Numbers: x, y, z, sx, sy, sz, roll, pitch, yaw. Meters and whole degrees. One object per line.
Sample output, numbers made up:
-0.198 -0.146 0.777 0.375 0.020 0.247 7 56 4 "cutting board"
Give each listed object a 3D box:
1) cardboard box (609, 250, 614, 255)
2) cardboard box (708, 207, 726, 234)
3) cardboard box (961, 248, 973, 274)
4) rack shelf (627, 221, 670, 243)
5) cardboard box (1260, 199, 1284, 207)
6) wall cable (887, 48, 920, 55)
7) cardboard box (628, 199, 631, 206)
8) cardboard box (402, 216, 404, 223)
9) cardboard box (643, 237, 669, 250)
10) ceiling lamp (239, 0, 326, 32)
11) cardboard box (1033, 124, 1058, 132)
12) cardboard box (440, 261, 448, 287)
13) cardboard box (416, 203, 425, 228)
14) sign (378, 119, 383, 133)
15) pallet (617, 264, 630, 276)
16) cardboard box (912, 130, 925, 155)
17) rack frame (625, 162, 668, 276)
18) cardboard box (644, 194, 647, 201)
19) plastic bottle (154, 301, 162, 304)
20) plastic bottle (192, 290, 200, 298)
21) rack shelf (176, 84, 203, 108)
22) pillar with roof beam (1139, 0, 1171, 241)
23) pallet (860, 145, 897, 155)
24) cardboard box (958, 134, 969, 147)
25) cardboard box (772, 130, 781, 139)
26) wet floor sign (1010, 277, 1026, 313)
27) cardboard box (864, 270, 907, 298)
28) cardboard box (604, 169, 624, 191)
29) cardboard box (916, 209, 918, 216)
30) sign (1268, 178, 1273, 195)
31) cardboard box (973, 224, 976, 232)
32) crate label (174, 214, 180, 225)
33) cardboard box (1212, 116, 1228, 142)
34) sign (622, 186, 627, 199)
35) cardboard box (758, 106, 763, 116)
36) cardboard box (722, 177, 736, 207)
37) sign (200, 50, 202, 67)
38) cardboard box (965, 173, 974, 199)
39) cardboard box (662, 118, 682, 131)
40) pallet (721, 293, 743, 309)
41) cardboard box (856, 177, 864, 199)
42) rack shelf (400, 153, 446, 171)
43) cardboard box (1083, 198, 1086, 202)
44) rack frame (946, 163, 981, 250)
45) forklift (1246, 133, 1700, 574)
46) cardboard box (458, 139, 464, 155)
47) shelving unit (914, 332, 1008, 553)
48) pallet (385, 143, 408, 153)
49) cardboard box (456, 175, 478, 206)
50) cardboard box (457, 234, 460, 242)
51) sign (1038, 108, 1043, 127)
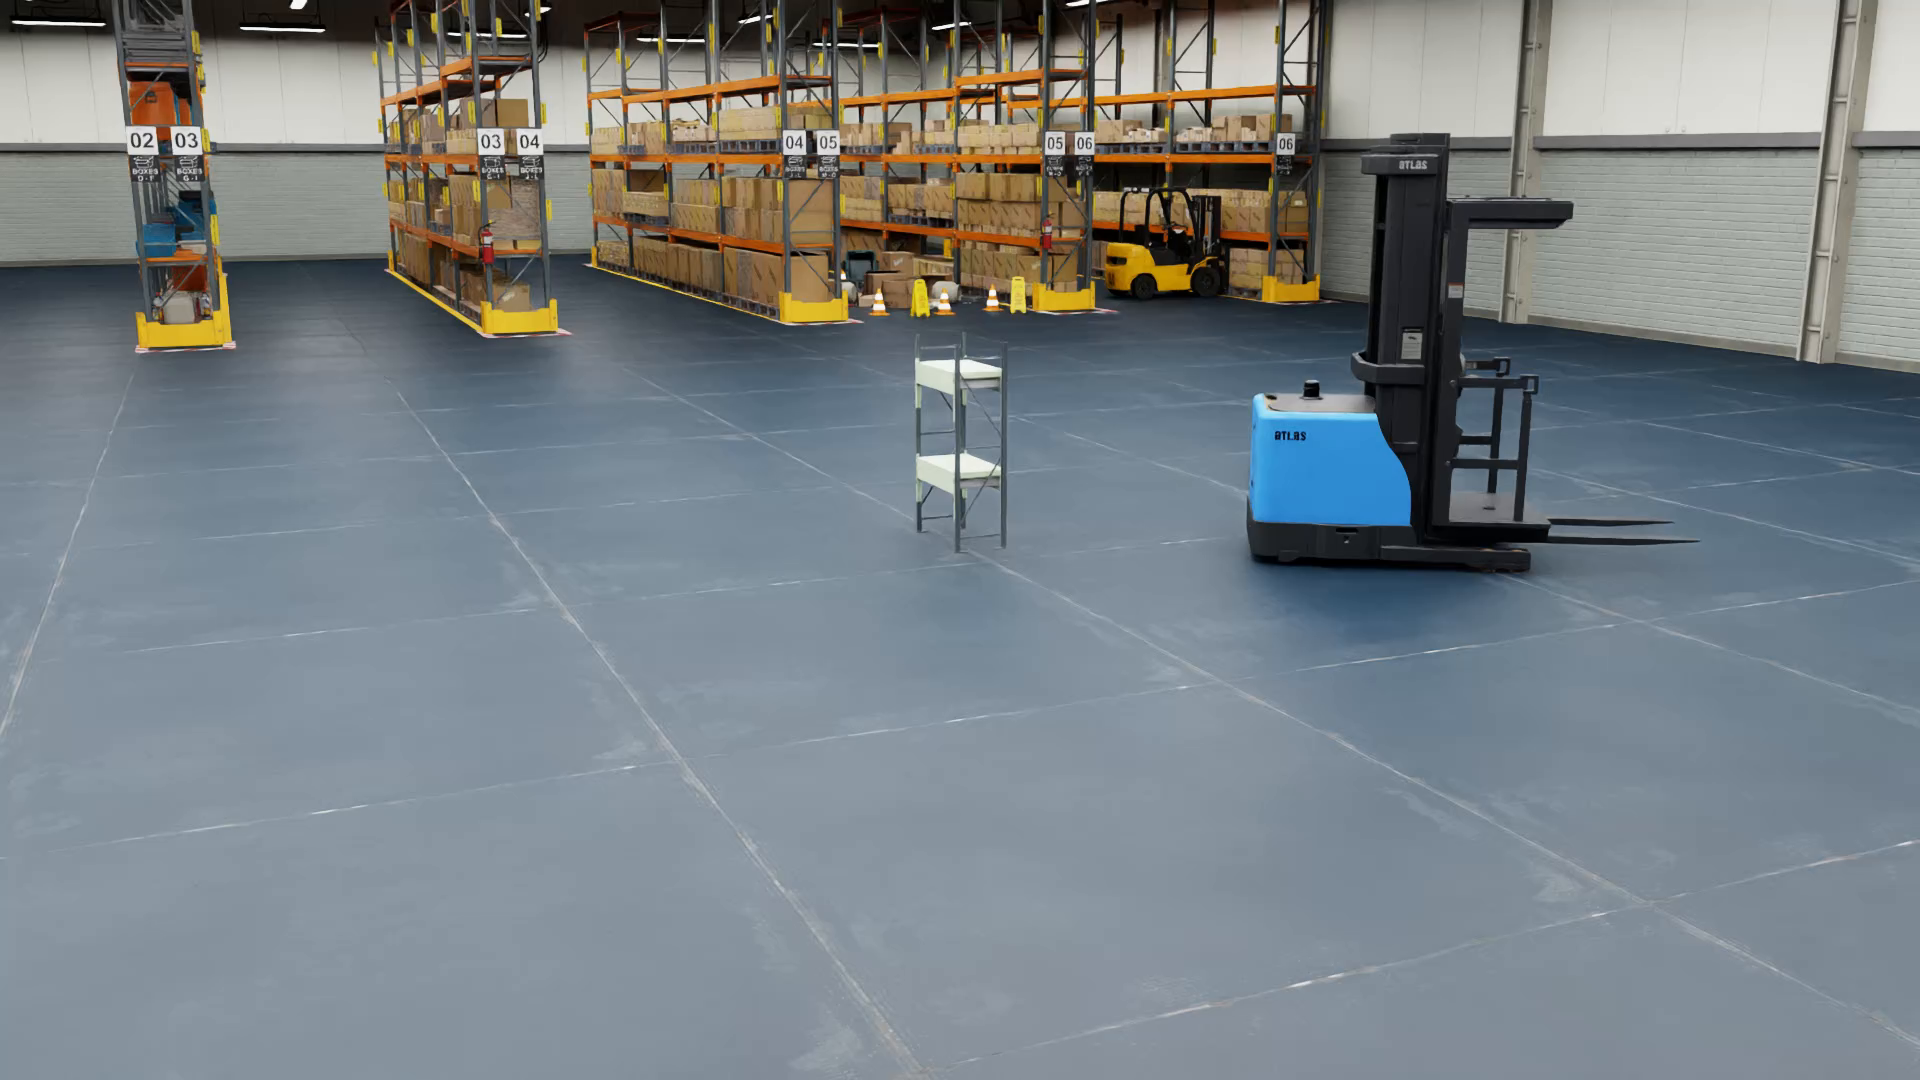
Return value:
-8.537 -7.192 41.525 0.380 0.149 0.250 -6 14 -26 "cardboard box"
-4.592 -6.230 32.413 0.500 0.500 0.500 -6 14 -23 "cardboard box"
0.346 -5.649 33.630 0.500 0.500 0.500 -5 14 -20 "cardboard box"
-6.542 -6.986 37.500 1.077 0.370 4.000 -6 14 -23 "rack shelf"
6.110 -6.599 32.570 0.380 0.149 0.250 -5 14 -22 "cardboard box"
-0.991 -16.408 50.971 2.988 3.039 0.133 -6 14 -23 "wall cable"
-7.397 -7.748 38.159 0.380 0.149 0.250 -5 14 -22 "cardboard box"
-12.454 -7.287 37.761 0.380 0.149 0.250 -5 14 -22 "cardboard box"
-6.873 -6.710 37.660 0.500 0.250 0.500 -5 14 -21 "cardboard box"
-16.836 -14.251 41.040 2.000 3.185 0.800 -6 14 -23 "ceiling lamp"
1.553 -7.510 30.301 0.380 0.149 0.250 -5 14 -22 "cardboard box"
-10.039 -5.357 33.430 0.700 0.500 0.500 -6 15 -26 "cardboard box"
-11.156 -6.835 35.030 0.500 0.500 0.500 -6 14 -25 "cardboard box"
-14.041 -10.026 40.272 0.100 0.325 0.005 -6 14 -23 "sign"
-7.644 -6.527 40.104 1.003 0.211 1.213 -6 14 -23 "pallet"
-0.608 -8.591 35.955 0.797 0.503 0.637 -6 14 -23 "cardboard box"
-7.343 -7.750 39.204 1.000 3.000 0.127 -6 14 -23 "rack frame"
-6.762 -7.567 36.719 0.380 0.149 0.250 -6 14 -23 "cardboard box"
-12.928 -3.707 26.799 0.152 0.276 0.135 -6 14 -25 "plastic bottle"
-12.872 -4.027 28.014 0.144 0.351 0.185 -6 14 -23 "plastic bottle"
-15.665 -8.840 33.090 1.077 0.370 4.000 -6 14 -23 "rack shelf"
0.705 -10.187 36.427 9.100 9.000 0.548 -6 14 -23 "pillar with roof beam"
-1.552 -8.889 37.892 1.213 0.211 1.003 -5 14 -20 "pallet"
0.282 -7.983 33.230 0.500 0.250 0.500 -6 14 -24 "cardboard box"
-2.980 -6.901 28.288 0.380 0.149 0.250 -6 14 -23 "cardboard box"
1.055 -4.456 30.192 0.267 0.644 0.232 -1 13 -4 "wet floor sign"
-1.446 -4.916 32.191 0.797 0.637 0.503 -6 14 -23 "cardboard box"
-8.405 -8.822 40.738 0.500 0.500 0.500 -6 14 -25 "cardboard box"
-0.728 -7.112 36.070 0.380 0.149 0.250 -5 14 -21 "cardboard box"
6.003 -6.821 32.098 0.100 0.325 0.005 -6 14 -23 "sign"
0.472 -6.249 33.276 0.380 0.149 0.250 -6 14 -23 "cardboard box"
-14.714 -5.837 30.858 0.502 0.435 0.616 -6 14 -23 "crate label"
5.587 -8.367 33.836 0.797 0.503 0.637 -5 14 -21 "cardboard box"
-7.837 -8.121 38.888 0.100 0.325 0.005 -6 14 -23 "sign"
-3.288 -7.449 28.884 0.380 0.149 0.250 -5 14 -22 "cardboard box"
-4.022 -6.617 31.581 0.875 0.550 0.550 -6 14 -23 "cardboard box"
-12.753 -8.091 27.836 0.100 0.325 0.005 -6 14 -23 "sign"
0.519 -7.028 32.985 0.700 0.500 0.500 -6 14 -23 "cardboard box"
-6.141 -8.867 35.457 0.396 0.266 0.258 -6 14 -23 "cardboard box"
-3.905 -4.575 31.667 1.003 0.211 1.213 -6 14 -23 "pallet"
-2.098 -8.219 38.791 0.500 0.500 0.500 -6 14 -23 "cardboard box"
-11.127 -8.021 35.316 1.077 0.370 4.000 -6 14 -23 "rack shelf"
3.232 -7.895 39.055 0.500 0.250 0.500 -6 14 -23 "cardboard box"
0.096 -9.494 46.737 1.000 3.000 0.127 -6 14 -23 "rack frame"
3.601 -1.323 11.588 3.031 2.935 1.130 2 13 7 "forklift"
-8.153 -6.622 28.008 0.500 0.250 0.500 -6 14 -24 "cardboard box"
0.003 -0.729 12.195 0.431 1.500 0.755 -6 14 -23 "shelving unit"
-13.224 -9.415 39.943 1.003 0.211 1.213 -6 14 -23 "pallet"
-8.375 -6.029 28.666 0.500 0.500 0.500 -6 14 -23 "cardboard box"
-8.699 -5.374 29.495 0.380 0.149 0.250 -6 14 -23 "cardboard box"
1.443 -7.586 29.877 0.100 0.325 0.005 -6 14 -23 "sign"
